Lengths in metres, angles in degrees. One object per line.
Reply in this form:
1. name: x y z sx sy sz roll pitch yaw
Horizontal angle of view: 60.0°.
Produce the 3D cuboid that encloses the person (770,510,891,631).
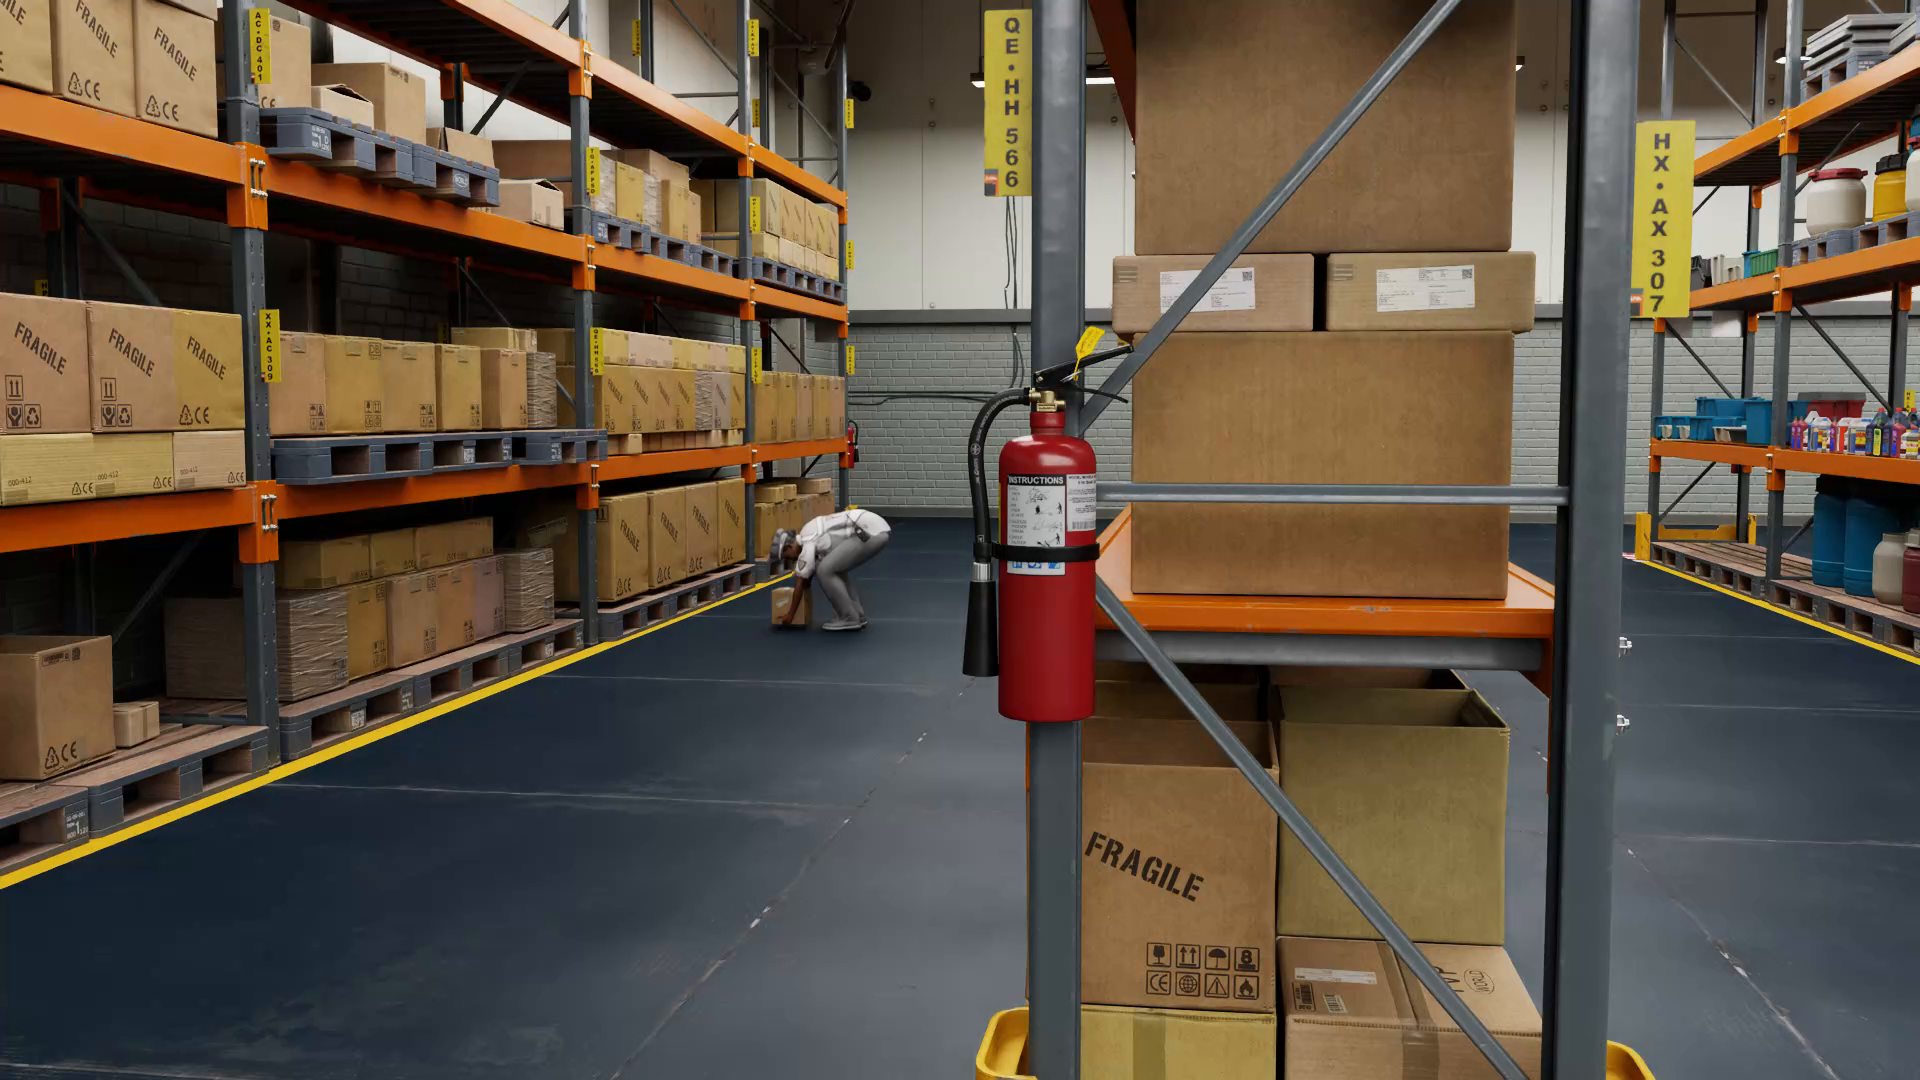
1. person: -0.974 0.222 12.444 0.905 0.895 0.447 0 5 6
